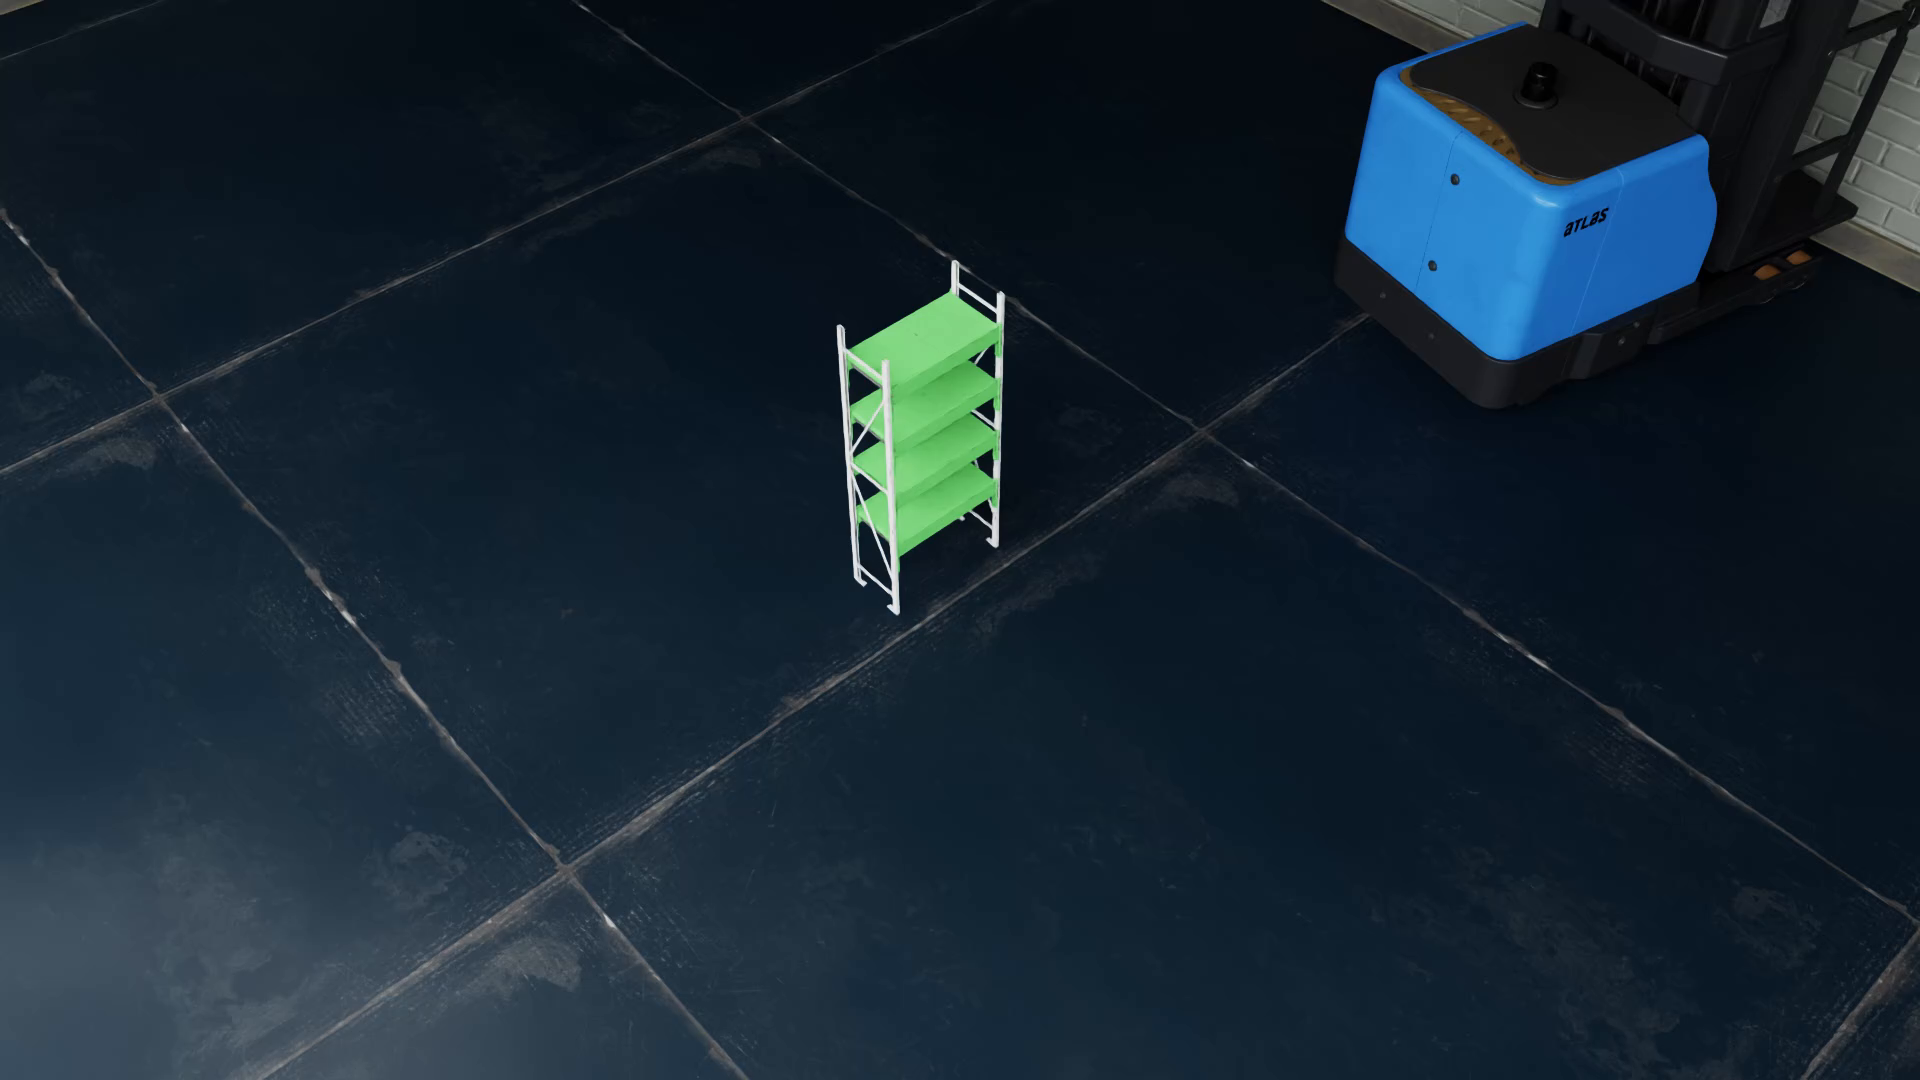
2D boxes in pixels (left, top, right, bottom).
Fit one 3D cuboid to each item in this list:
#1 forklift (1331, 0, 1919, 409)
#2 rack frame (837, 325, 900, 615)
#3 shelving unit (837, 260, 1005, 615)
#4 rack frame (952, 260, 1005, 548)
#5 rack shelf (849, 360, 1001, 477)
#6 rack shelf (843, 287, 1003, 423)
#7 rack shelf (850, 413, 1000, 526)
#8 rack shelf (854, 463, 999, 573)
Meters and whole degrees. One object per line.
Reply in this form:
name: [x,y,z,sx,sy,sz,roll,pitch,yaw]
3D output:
forklift: [3.143,-2.330,6.406,3.031,2.935,1.130,-23,51,-20]
rack frame: [-0.303,-0.204,5.622,0.015,1.200,0.240,-34,56,-27]
shelving unit: [-0.122,-0.325,5.734,0.503,1.200,0.258,-34,56,-27]
rack frame: [0.058,-0.446,5.845,0.015,1.200,0.240,-34,56,-27]
rack shelf: [-0.122,-0.444,5.604,0.480,0.148,0.258,-34,56,-27]
rack shelf: [-0.122,-0.607,5.428,0.480,0.148,0.258,-34,56,-27]
rack shelf: [-0.122,-0.282,5.780,0.480,0.148,0.258,-34,56,-27]
rack shelf: [-0.122,-0.119,5.957,0.480,0.148,0.258,-34,56,-27]
